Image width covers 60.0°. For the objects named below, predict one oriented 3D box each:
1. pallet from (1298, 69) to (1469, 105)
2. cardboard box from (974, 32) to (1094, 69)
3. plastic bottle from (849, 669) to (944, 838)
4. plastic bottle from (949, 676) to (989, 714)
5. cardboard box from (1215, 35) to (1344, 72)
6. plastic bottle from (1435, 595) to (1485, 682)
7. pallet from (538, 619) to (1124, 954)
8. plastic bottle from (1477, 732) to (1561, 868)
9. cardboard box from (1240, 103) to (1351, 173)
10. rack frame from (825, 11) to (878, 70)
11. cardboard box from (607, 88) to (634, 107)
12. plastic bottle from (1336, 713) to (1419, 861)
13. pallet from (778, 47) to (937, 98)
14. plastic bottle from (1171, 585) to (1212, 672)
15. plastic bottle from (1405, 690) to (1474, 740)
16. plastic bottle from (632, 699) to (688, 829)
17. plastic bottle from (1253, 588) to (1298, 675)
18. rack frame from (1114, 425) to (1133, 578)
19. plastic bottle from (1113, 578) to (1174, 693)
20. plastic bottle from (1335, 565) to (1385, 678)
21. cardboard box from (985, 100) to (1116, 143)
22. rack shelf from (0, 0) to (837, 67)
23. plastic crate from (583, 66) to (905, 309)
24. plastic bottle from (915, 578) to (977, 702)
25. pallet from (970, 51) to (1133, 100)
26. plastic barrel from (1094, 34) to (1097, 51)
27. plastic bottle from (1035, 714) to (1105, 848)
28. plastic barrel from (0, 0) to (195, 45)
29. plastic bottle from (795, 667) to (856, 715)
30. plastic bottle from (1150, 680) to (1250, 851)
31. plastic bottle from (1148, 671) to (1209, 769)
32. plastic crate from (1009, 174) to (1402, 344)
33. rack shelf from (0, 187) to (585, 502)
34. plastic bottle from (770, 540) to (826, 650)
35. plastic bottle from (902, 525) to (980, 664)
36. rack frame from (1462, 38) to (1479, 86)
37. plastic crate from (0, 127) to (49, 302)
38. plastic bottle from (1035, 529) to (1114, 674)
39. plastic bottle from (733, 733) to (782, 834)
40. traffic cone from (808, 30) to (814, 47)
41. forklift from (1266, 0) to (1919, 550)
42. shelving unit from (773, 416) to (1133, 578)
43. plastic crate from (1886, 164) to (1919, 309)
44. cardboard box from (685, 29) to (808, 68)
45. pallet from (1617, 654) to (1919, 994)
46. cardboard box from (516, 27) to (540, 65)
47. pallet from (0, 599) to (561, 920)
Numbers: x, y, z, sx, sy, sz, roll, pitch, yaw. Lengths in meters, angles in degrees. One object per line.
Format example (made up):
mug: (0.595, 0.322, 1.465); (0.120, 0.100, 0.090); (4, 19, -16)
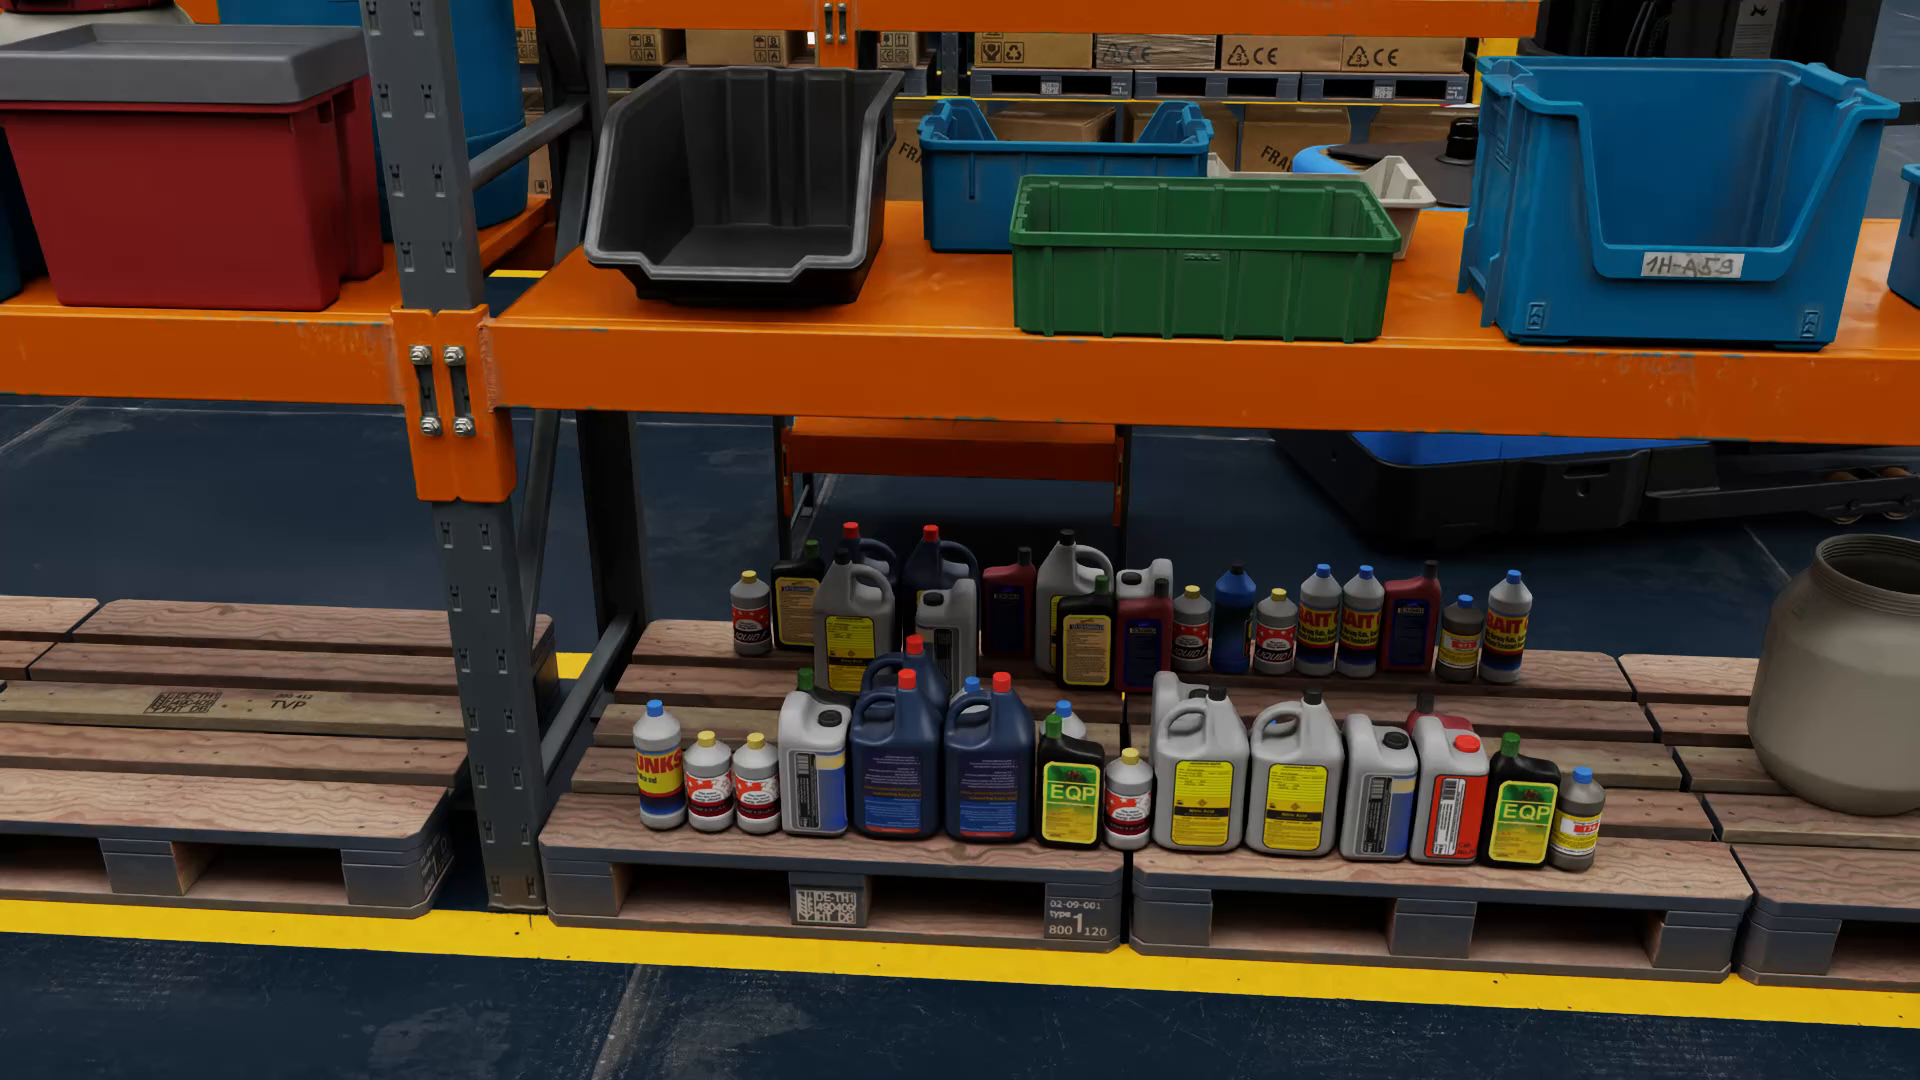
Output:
pallet: (3.143, -3.506, 12.617); (1.213, 0.211, 1.003); (2, 25, 4)
cardboard box: (0.580, -4.084, 12.577); (0.875, 0.875, 0.875); (2, 25, 5)
plastic bottle: (-0.128, 0.423, 3.386); (0.185, 0.351, 0.144); (3, 25, 5)
plastic bottle: (0.025, 0.413, 3.501); (0.097, 0.271, 0.097); (0, 25, 0)
cardboard box: (2.388, -4.027, 12.453); (0.875, 0.875, 0.875); (1, 25, 3)
plastic bottle: (1.200, 0.229, 3.986); (0.097, 0.201, 0.097); (0, 25, 0)
pallet: (-0.235, 0.526, 3.854); (1.213, 0.211, 1.003); (2, 25, 4)
plastic bottle: (1.104, 0.510, 3.276); (0.133, 0.283, 0.061); (2, 25, 5)
cardboard box: (1.623, -1.831, 8.129); (0.500, 0.500, 0.500); (4, 25, 9)
rack frame: (-0.522, -2.844, 7.842); (0.127, 3.000, 1.000); (2, 25, 4)
cardboard box: (-1.607, -1.960, 8.385); (0.500, 0.500, 0.700); (2, 25, 4)
plastic bottle: (0.835, 0.486, 3.338); (0.135, 0.276, 0.152); (1, 25, 3)
pallet: (-0.817, -3.634, 12.896); (1.213, 0.211, 1.003); (2, 25, 4)
plastic bottle: (0.558, 0.208, 4.031); (0.097, 0.201, 0.097); (0, 25, 0)
plastic bottle: (0.981, 0.443, 3.423); (0.133, 0.283, 0.061); (2, 25, 4)
plastic bottle: (-0.617, 0.453, 3.415); (0.097, 0.271, 0.097); (0, 25, 0)
plastic bottle: (0.763, 0.215, 4.017); (0.097, 0.201, 0.097); (0, 25, 0)
rack frame: (0.500, -0.495, 4.980); (0.032, 1.125, 0.500); (2, 25, 4)
plastic bottle: (0.430, 0.223, 3.901); (0.133, 0.283, 0.061); (2, 25, 4)
plastic bottle: (0.961, 0.189, 3.988); (0.097, 0.271, 0.097); (0, 25, 0)
cardboard box: (0.445, -1.855, 8.180); (0.500, 0.500, 0.500); (10, 27, 21)
rack shelf: (-2.516, -2.581, 8.132); (4.000, 0.370, 1.077); (2, 25, 4)
plastic crate: (-0.389, -0.682, 3.217); (0.504, 0.338, 0.767); (2, 25, 4)
plastic bottle: (-0.032, 0.227, 3.900); (0.135, 0.276, 0.152); (2, 25, 4)
pallet: (0.710, -3.584, 12.787); (1.213, 0.211, 1.003); (2, 25, 4)
plastic barrel: (1.207, -4.341, 14.177); (0.421, 0.421, 0.512); (22, 33, 39)
plastic bottle: (0.221, 0.482, 3.337); (0.133, 0.283, 0.061); (3, 25, 6)
plastic barrel: (-1.839, -0.963, 3.593); (0.433, 0.535, 0.433); (0, 25, 0)
plastic bottle: (-0.285, 0.402, 3.511); (0.133, 0.283, 0.061); (2, 25, 4)
plastic bottle: (0.484, 0.442, 3.343); (0.185, 0.351, 0.144); (2, 25, 4)
plastic bottle: (0.470, 0.414, 3.494); (0.135, 0.276, 0.152); (2, 25, 4)
plastic crate: (0.430, -0.522, 3.050); (0.662, 0.188, 0.450); (2, 25, 4)
rack shelf: (-2.896, -0.517, 3.645); (4.000, 0.370, 1.077); (2, 25, 4)
plastic bottle: (-0.396, 0.132, 4.097); (0.133, 0.283, 0.061); (3, 25, 7)
plastic bottle: (-0.046, 0.131, 4.021); (0.185, 0.351, 0.144); (1, 25, 1)
rack frame: (3.947, -4.780, 12.050); (0.127, 3.000, 1.000); (2, 25, 4)
plastic crate: (-2.025, -0.678, 3.154); (0.575, 0.384, 0.392); (2, 25, 4)
plastic bottle: (0.276, 0.141, 3.998); (0.185, 0.351, 0.144); (2, 25, 4)
plastic bottle: (-0.414, 0.491, 3.415); (0.097, 0.201, 0.097); (0, 25, 0)
traffic cone: (-1.263, -4.428, 14.319); (0.334, 0.463, 0.336); (2, 25, 4)
forklift: (2.659, -1.593, 5.205); (3.031, 2.935, 1.130); (-5, 25, -10)
shelving unit: (-0.007, -0.511, 5.015); (1.048, 1.125, 0.538); (2, 25, 4)
plastic crate: (1.918, -0.499, 2.923); (0.408, 0.251, 0.499); (2, 25, 4)
cardboard box: (-1.629, -4.092, 12.742); (0.750, 0.750, 1.050); (2, 25, 4)
pallet: (2.198, 0.604, 3.685); (1.213, 0.211, 1.003); (2, 25, 4)
cardboard box: (-3.430, -4.148, 12.865); (0.750, 0.750, 1.050); (2, 25, 3)
pallet: (-1.687, 0.478, 3.958); (1.213, 0.211, 1.003); (2, 25, 4)
